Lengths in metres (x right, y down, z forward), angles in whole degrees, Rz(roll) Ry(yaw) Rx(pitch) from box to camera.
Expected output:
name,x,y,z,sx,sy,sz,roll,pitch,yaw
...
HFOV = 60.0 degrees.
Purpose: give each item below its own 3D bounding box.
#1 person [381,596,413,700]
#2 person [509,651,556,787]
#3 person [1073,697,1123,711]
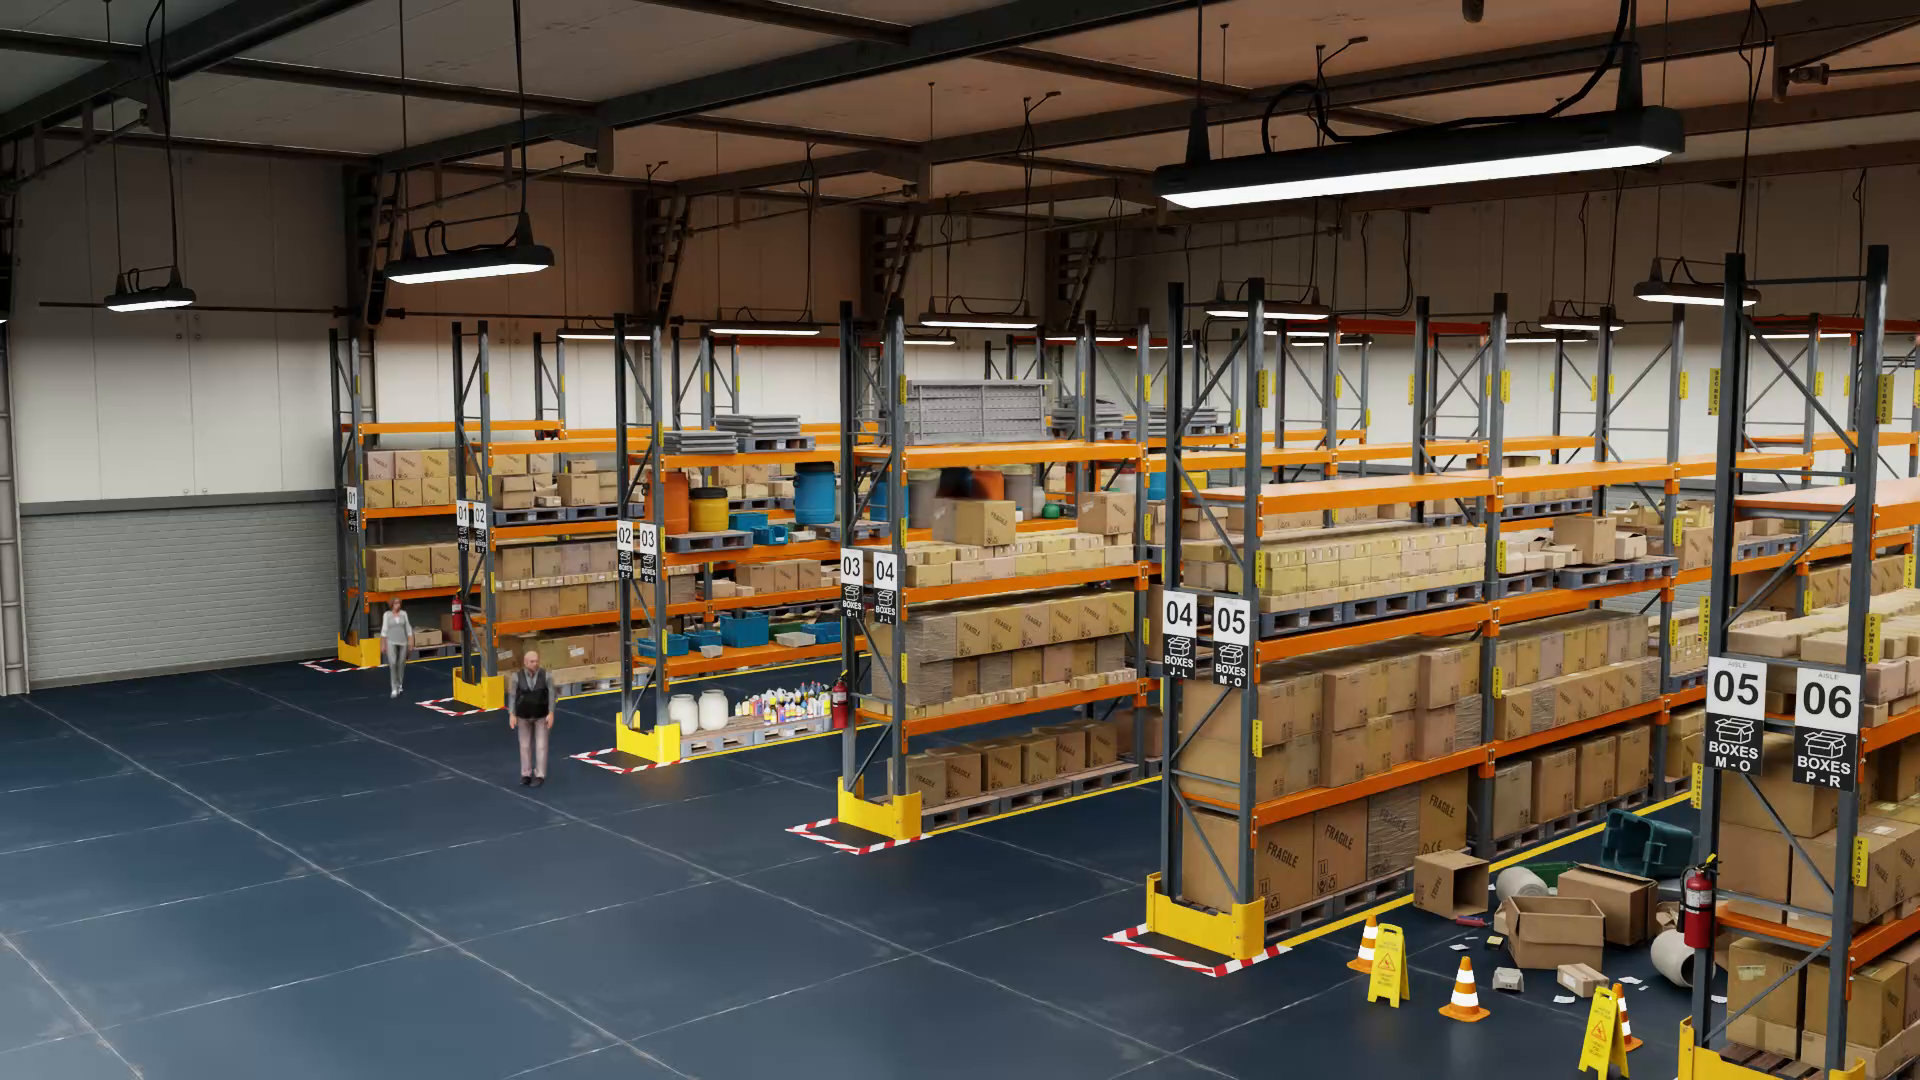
name,x,y,z,sx,sy,sz,roll,pitch,yaw
person,-9.084,1.713,26.847,0.481,1.613,0.672,-3,6,-26
person,-5.392,2.242,20.975,0.583,1.728,0.414,-1,6,-10
person,2.129,1.776,25.631,1.006,1.644,0.630,-5,8,-42
